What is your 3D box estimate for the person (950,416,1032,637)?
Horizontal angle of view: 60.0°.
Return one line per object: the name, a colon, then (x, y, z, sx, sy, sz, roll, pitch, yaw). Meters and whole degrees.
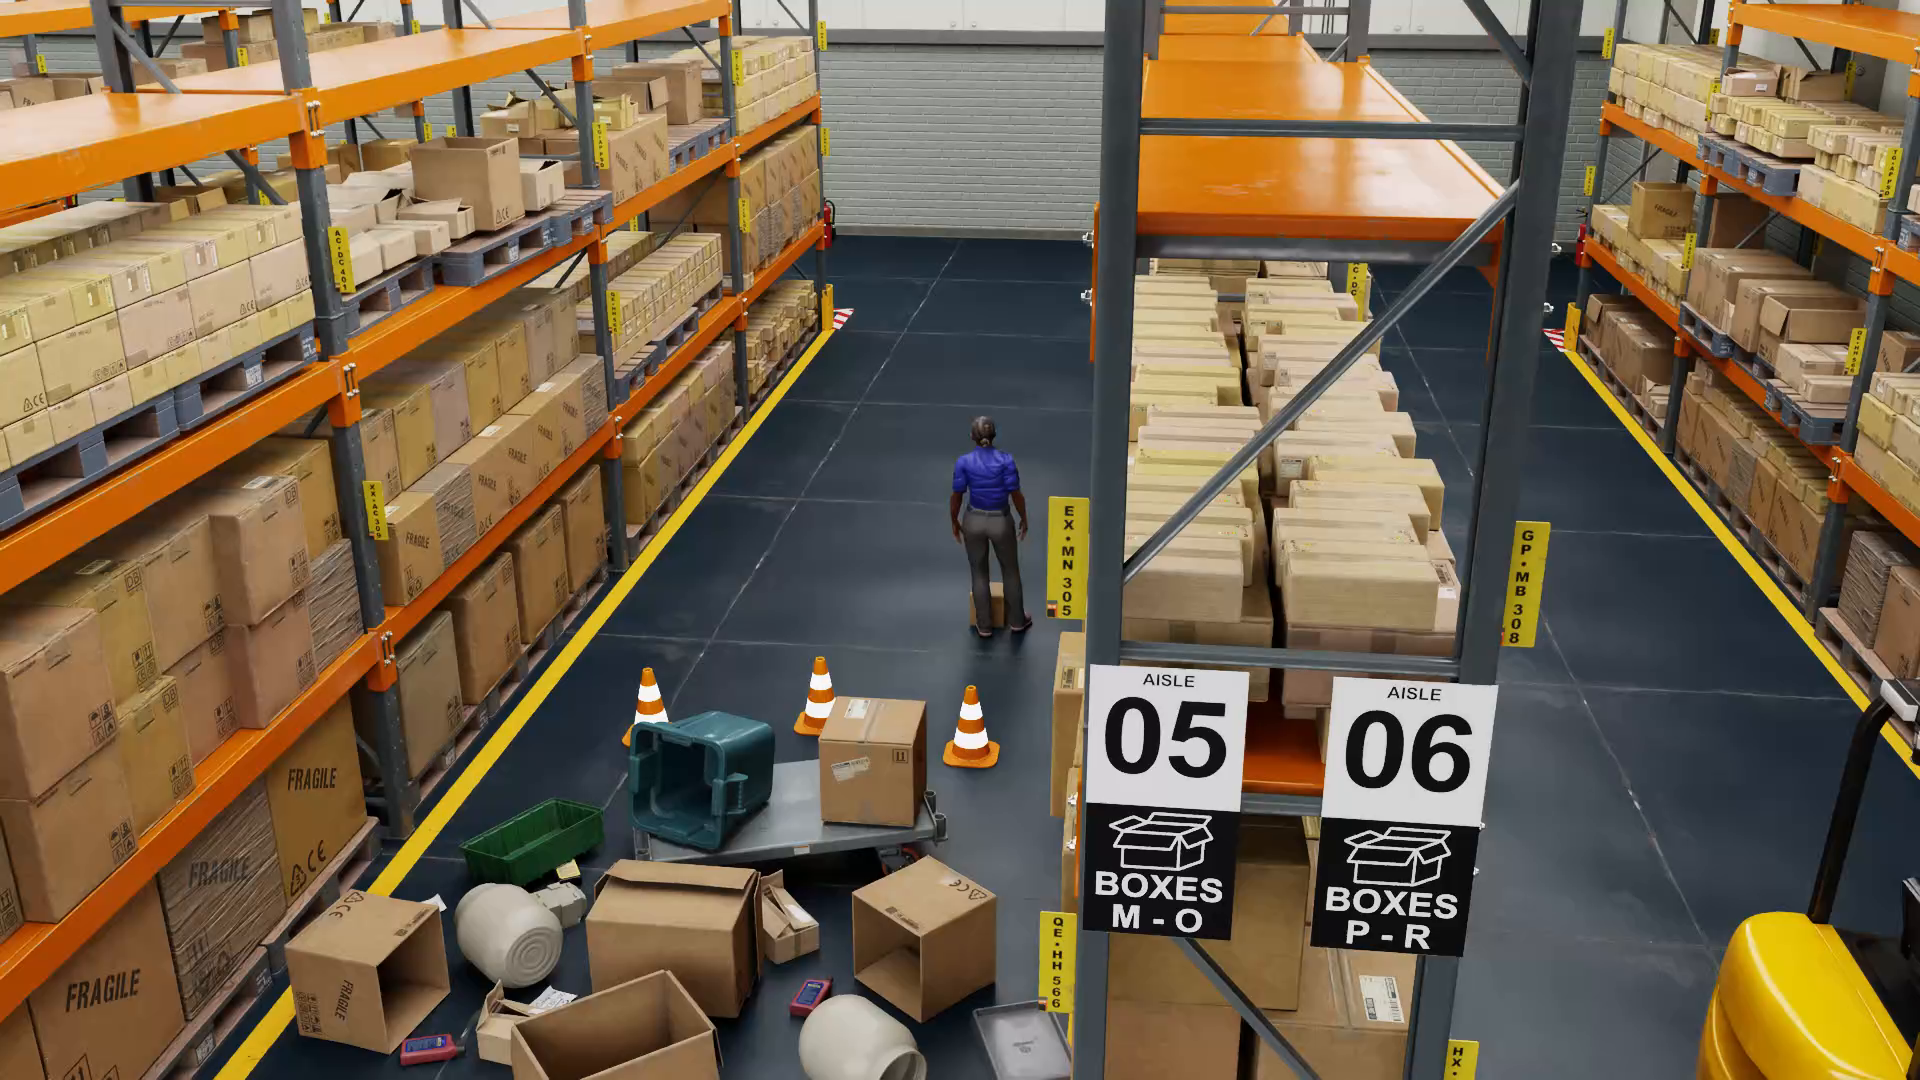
person: (0.225, -0.119, 11.768, 0.569, 1.656, 0.503, 3, 21, 6)
